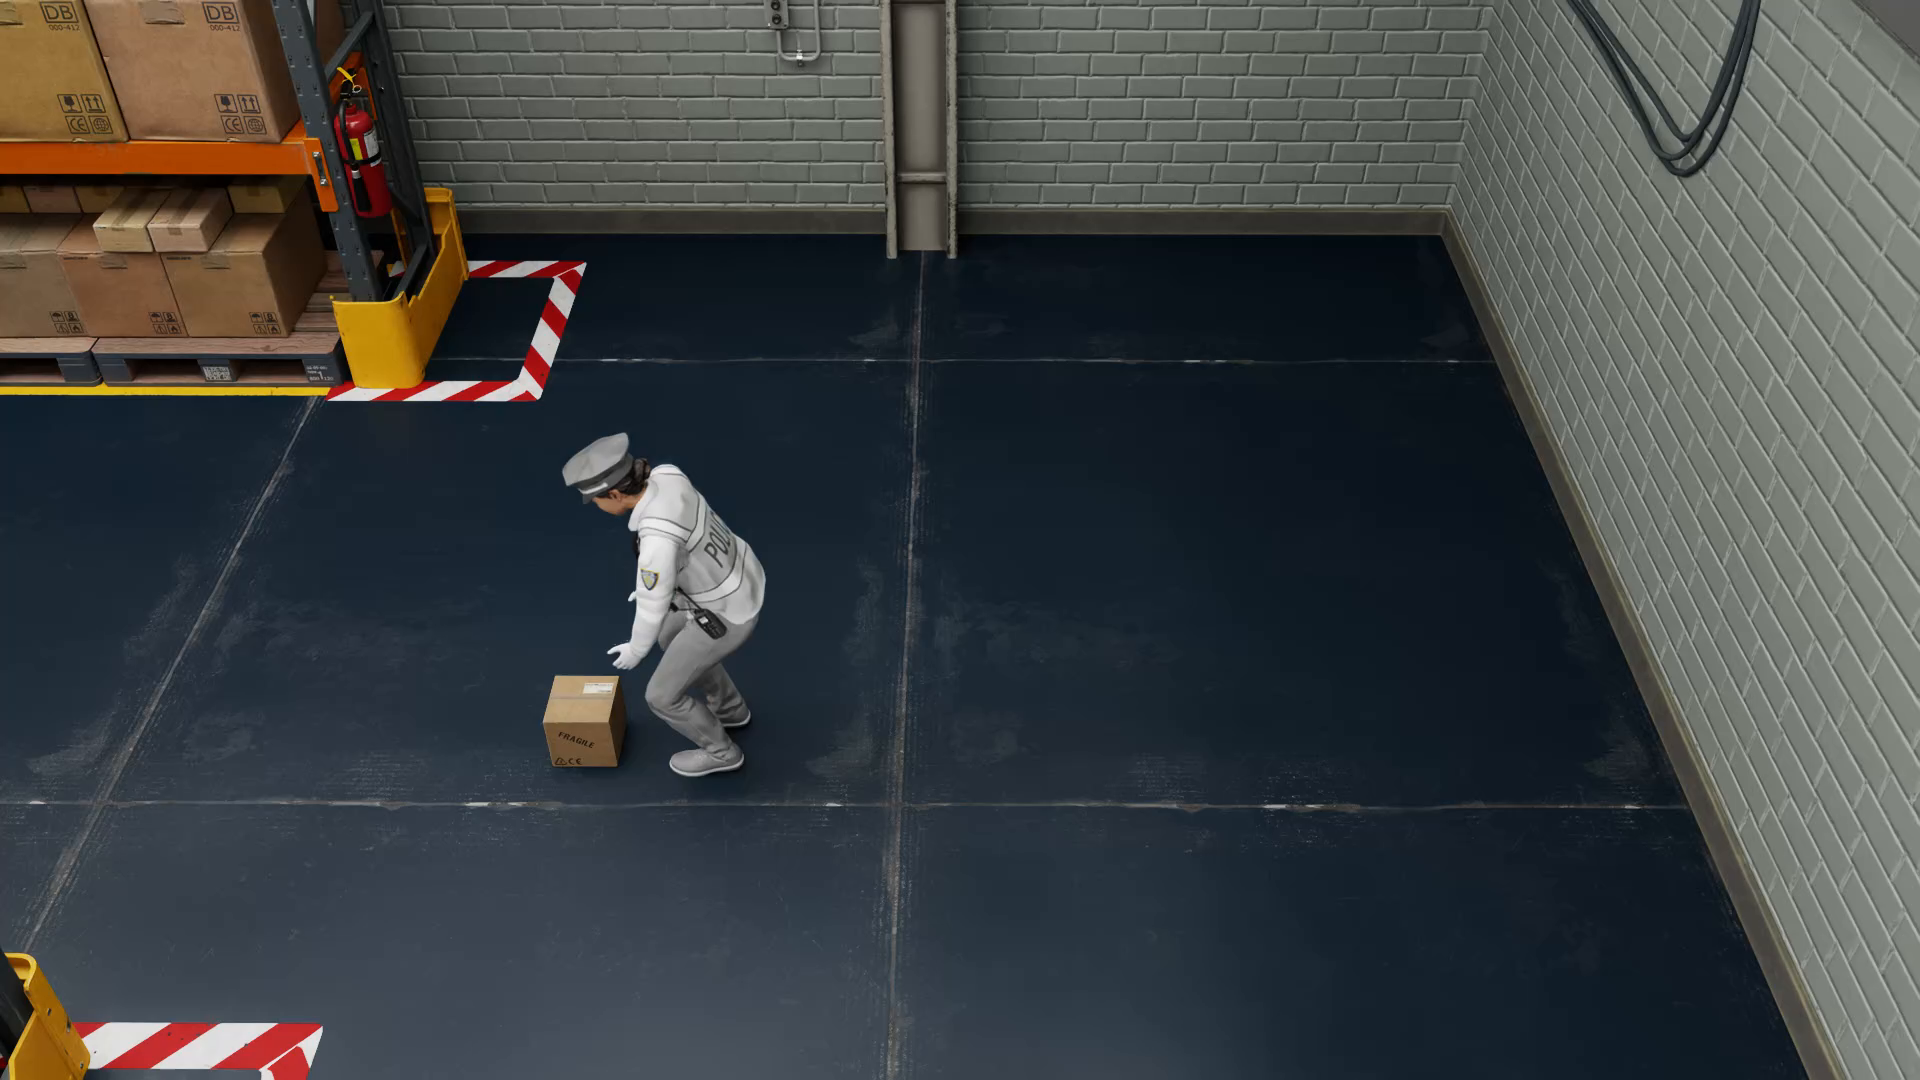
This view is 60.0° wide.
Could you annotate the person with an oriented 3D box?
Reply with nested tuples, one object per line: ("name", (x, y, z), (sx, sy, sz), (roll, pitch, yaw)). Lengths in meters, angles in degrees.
("person", (-1.019, 0.253, 6.005), (0.634, 1.479, 0.531), (0, 40, 0))
